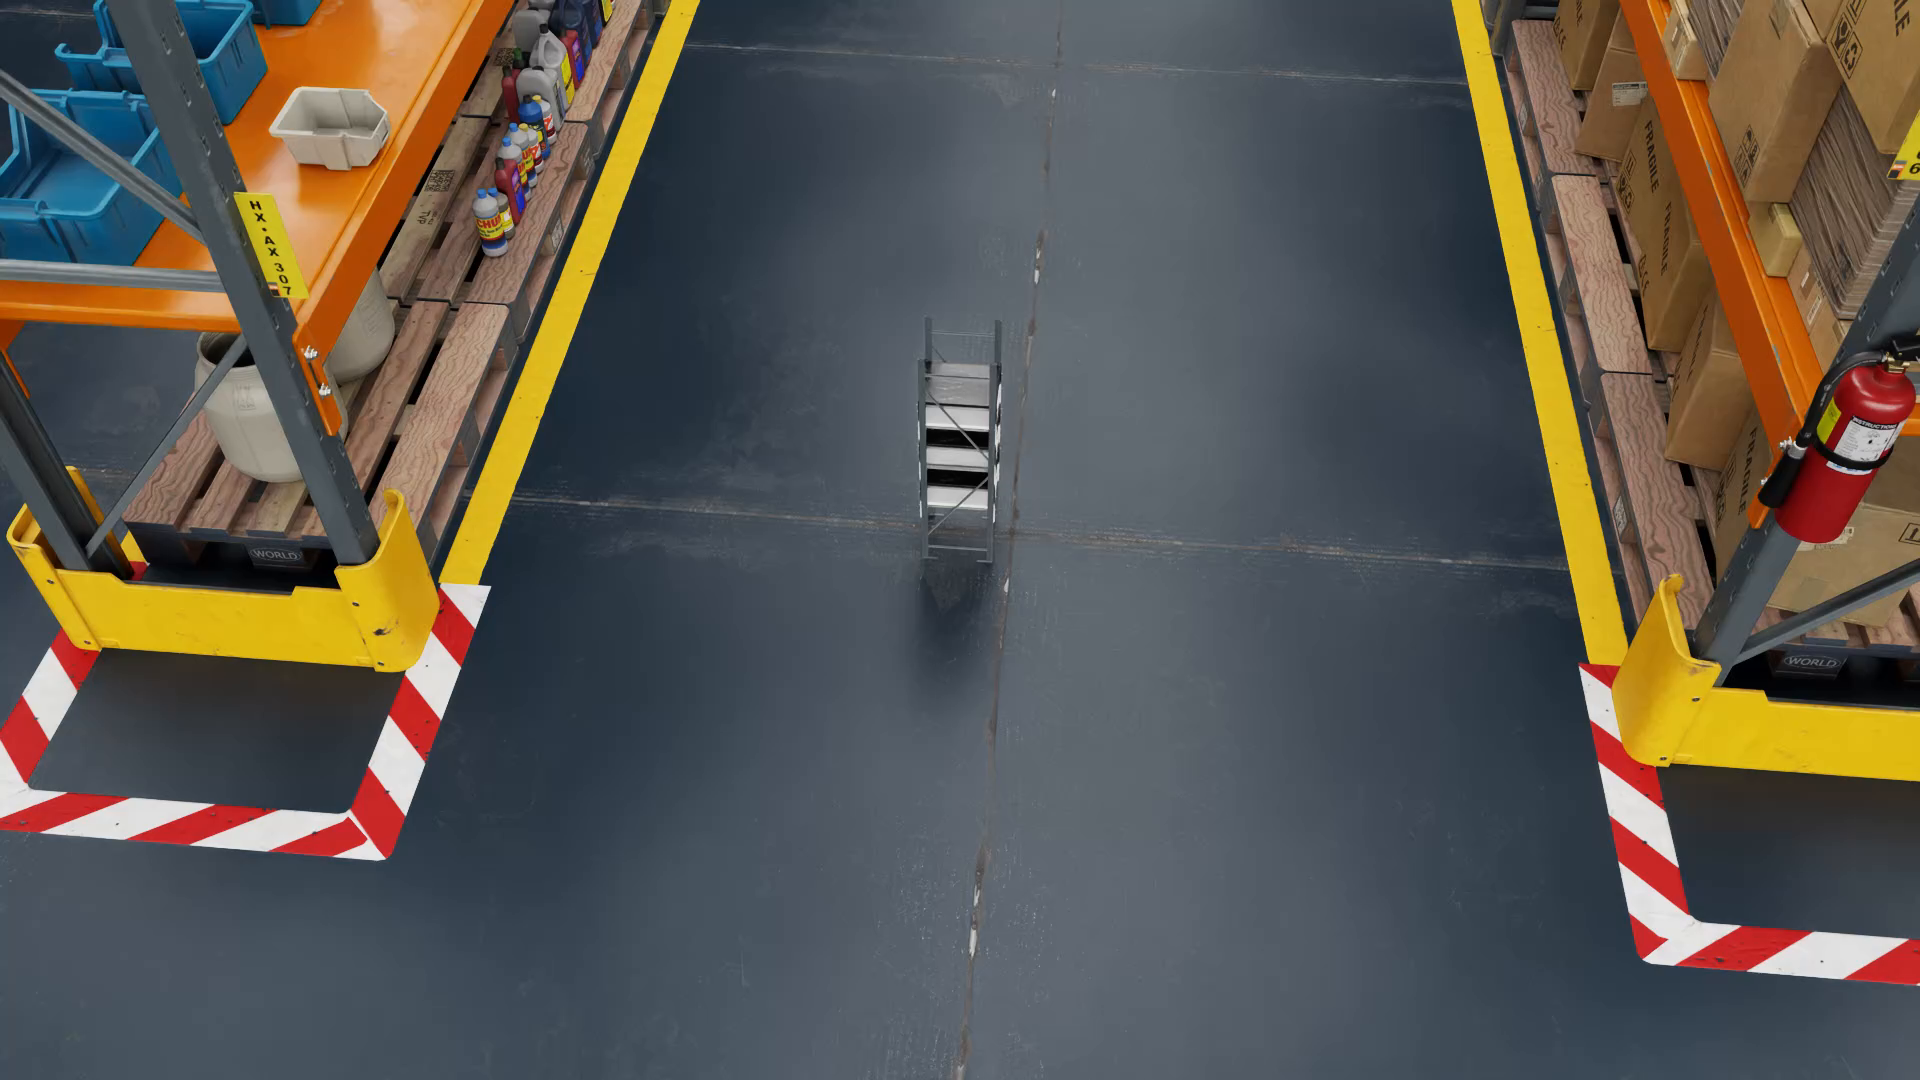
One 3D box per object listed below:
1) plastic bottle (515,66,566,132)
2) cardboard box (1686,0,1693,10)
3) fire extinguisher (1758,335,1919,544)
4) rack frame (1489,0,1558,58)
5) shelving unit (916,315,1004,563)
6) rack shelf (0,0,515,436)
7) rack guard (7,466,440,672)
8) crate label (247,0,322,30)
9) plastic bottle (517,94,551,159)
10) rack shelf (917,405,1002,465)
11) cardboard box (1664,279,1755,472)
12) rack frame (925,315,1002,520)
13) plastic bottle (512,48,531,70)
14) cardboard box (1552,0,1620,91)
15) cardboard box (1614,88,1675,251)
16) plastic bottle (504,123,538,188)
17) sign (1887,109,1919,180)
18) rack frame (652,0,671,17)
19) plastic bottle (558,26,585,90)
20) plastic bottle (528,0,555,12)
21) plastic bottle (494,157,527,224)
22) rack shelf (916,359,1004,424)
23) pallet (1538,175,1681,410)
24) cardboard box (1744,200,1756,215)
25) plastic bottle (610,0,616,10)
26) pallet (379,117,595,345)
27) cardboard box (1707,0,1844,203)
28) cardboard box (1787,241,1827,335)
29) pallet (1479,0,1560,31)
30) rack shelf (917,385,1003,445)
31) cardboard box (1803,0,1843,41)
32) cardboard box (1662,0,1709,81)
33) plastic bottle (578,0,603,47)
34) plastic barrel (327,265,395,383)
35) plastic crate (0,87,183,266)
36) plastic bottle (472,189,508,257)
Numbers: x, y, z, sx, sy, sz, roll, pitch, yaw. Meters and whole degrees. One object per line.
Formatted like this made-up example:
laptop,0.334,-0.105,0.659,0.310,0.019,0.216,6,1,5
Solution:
plastic bottle,-1.760,-1.867,6.973,0.152,0.276,0.135,5,48,4
cardboard box,2.794,-1.999,5.276,0.875,0.500,0.500,4,48,4
fire extinguisher,2.176,-0.277,4.023,0.296,0.674,0.183,4,48,4
rack frame,3.010,-3.295,6.731,1.000,3.000,0.127,4,48,4
shelving unit,0.001,-0.310,5.423,0.258,0.900,0.210,4,48,4
rack shelf,-2.105,-1.916,5.957,1.077,0.370,4.000,4,48,4
rack guard,-2.327,0.096,5.324,1.175,0.500,0.348,4,48,4
crate label,-2.389,-2.072,5.588,0.502,0.435,0.616,4,48,4
plastic bottle,-1.753,-1.702,6.825,0.097,0.271,0.097,0,48,0
rack shelf,0.001,-0.348,5.382,0.258,0.077,0.200,4,48,4
cardboard box,2.739,-0.553,5.633,0.500,0.500,0.500,15,49,14
rack frame,0.010,-0.384,5.492,0.240,0.900,0.006,4,48,4
plastic bottle,-1.846,-1.977,7.068,0.061,0.283,0.133,4,48,4
cardboard box,2.933,-2.302,7.232,0.500,0.500,0.500,3,48,2
cardboard box,2.910,-1.419,6.425,0.500,0.500,0.500,0,48,0
plastic bottle,-1.771,-1.553,6.689,0.097,0.271,0.097,0,48,0
sign,2.094,-0.905,3.546,0.100,0.325,0.005,4,48,4
rack frame,-1.923,-3.628,7.036,1.000,3.000,0.127,4,48,4
plastic bottle,-1.685,-2.104,7.184,0.061,0.283,0.133,7,48,6
plastic bottle,-1.838,-2.400,7.409,0.144,0.351,0.185,4,48,4
plastic bottle,-1.773,-1.397,6.538,0.061,0.283,0.133,5,48,4
rack shelf,0.001,-0.469,5.249,0.258,0.077,0.200,4,48,4
pallet,2.875,-0.959,6.484,1.003,0.211,1.213,4,48,4
cardboard box,2.499,-1.048,4.846,0.380,0.149,0.250,4,48,4
plastic bottle,-1.645,-2.545,7.643,0.097,0.201,0.097,0,48,0
pallet,-2.134,-1.297,6.794,1.003,0.211,1.213,4,48,4
cardboard box,2.649,-1.268,4.607,0.875,0.500,0.500,4,48,4
cardboard box,2.489,-0.678,4.508,0.380,0.149,0.250,4,48,4
pallet,3.079,-2.926,8.283,1.003,0.211,1.213,4,48,4
rack shelf,0.001,-0.409,5.315,0.258,0.077,0.200,4,48,4
cardboard box,2.489,-1.616,4.248,0.500,0.500,0.500,4,48,4
cardboard box,2.498,-1.604,5.354,0.380,0.149,0.250,4,48,4
plastic bottle,-1.694,-2.390,7.400,0.144,0.351,0.185,3,48,2
plastic barrel,-2.258,-0.848,5.894,0.421,0.512,0.421,0,48,0
plastic crate,-2.540,-1.027,4.757,0.499,0.251,0.616,4,48,4
plastic bottle,-1.812,-1.228,6.391,0.097,0.271,0.097,0,48,0
